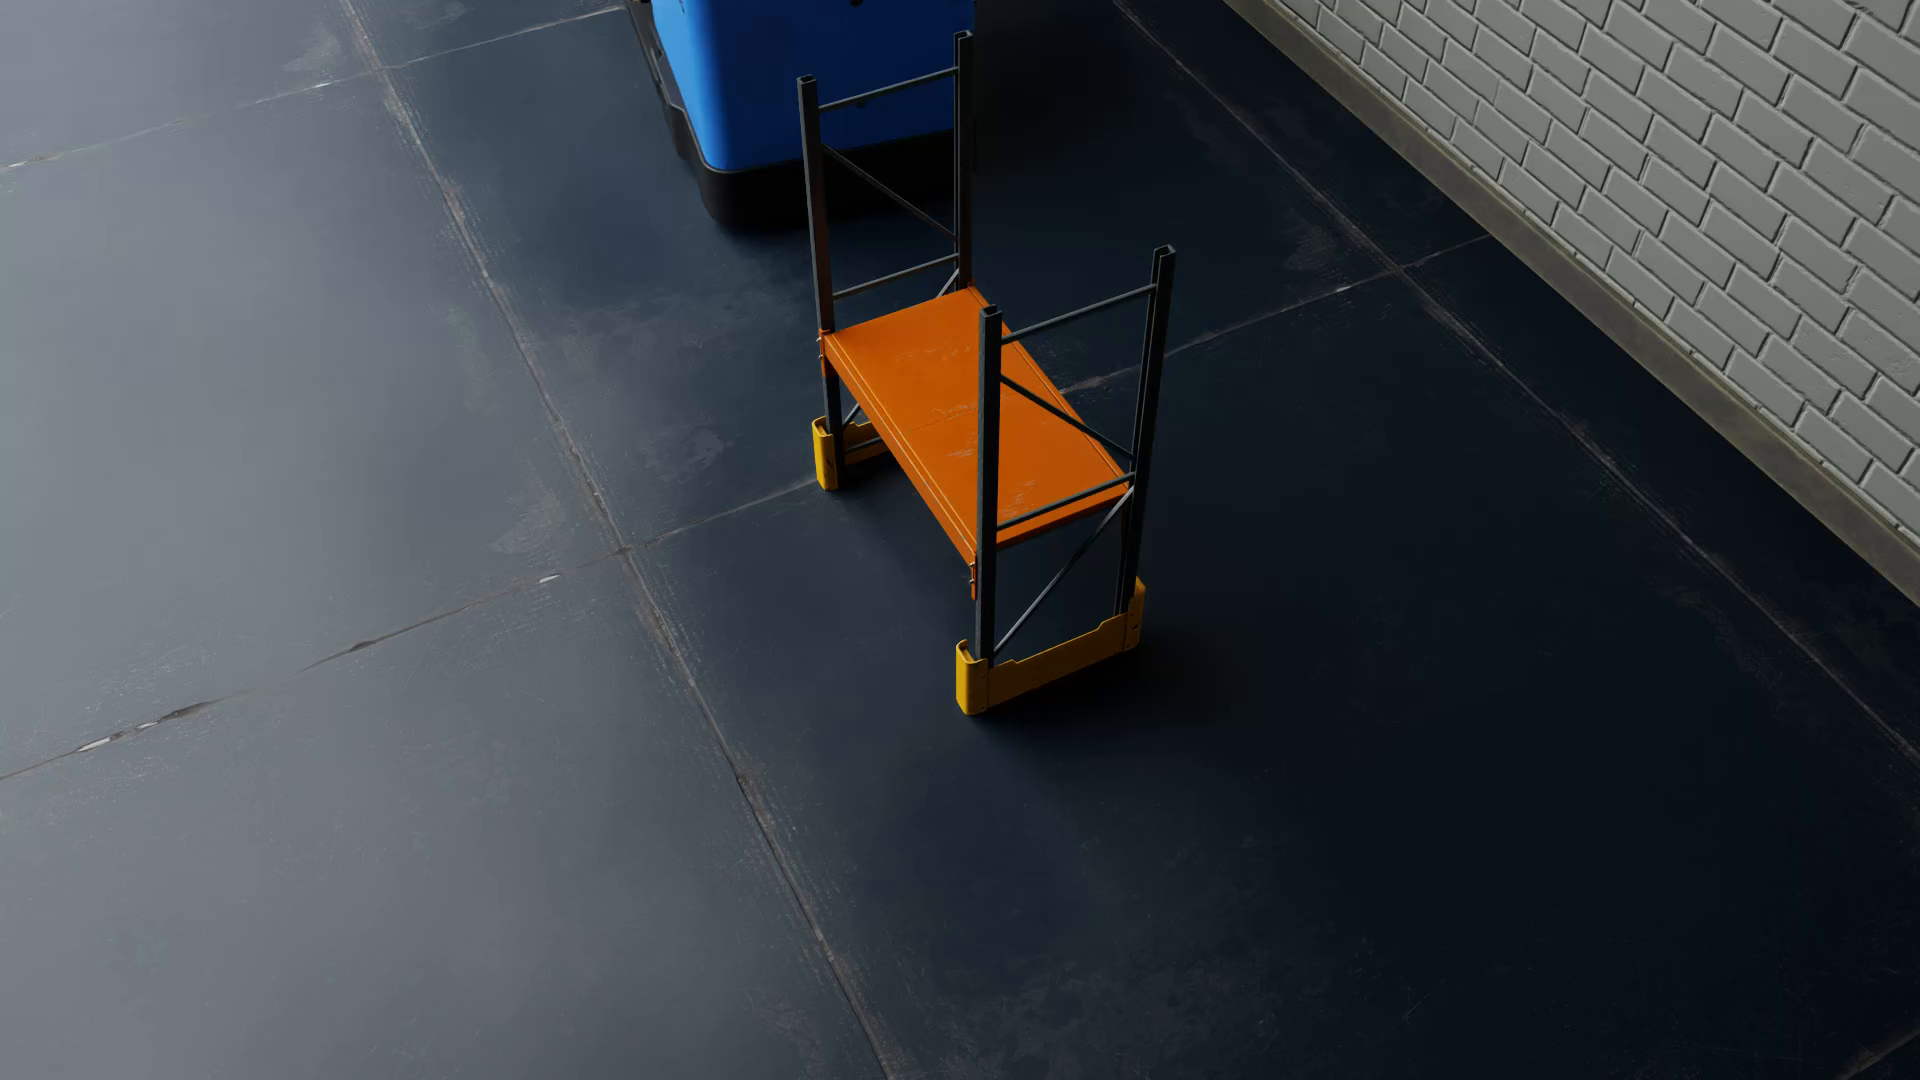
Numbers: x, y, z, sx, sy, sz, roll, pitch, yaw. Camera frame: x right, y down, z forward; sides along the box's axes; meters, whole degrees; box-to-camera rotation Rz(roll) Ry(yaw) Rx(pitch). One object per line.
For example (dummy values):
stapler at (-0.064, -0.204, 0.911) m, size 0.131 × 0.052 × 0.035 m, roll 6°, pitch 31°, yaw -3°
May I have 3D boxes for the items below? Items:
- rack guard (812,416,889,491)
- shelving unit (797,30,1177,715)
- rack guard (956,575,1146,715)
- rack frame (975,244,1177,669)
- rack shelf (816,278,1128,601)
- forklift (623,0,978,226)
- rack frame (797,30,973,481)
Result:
rack guard at (-0.193, -0.365, 5.403) m, size 0.587 × 0.250 × 0.087 m, roll -21°, pitch 52°, yaw -18°
shelving unit at (0.035, -0.443, 4.641) m, size 0.587 × 1.500 × 1.083 m, roll -21°, pitch 52°, yaw -18°
rack guard at (0.263, 0.302, 4.820) m, size 0.587 × 0.250 × 0.087 m, roll -21°, pitch 52°, yaw -18°
rack frame at (0.272, -0.096, 4.338) m, size 0.500 × 1.500 × 0.032 m, roll -21°, pitch 52°, yaw -18°
rack shelf at (0.039, -0.318, 4.771) m, size 0.538 × 0.185 × 1.000 m, roll -21°, pitch 52°, yaw -18°
forklift at (-0.873, -3.267, 6.160) m, size 1.130 × 2.935 × 3.031 m, roll -14°, pitch 50°, yaw -12°
rack frame at (-0.194, -0.777, 4.933) m, size 0.500 × 1.500 × 0.032 m, roll -21°, pitch 52°, yaw -18°
